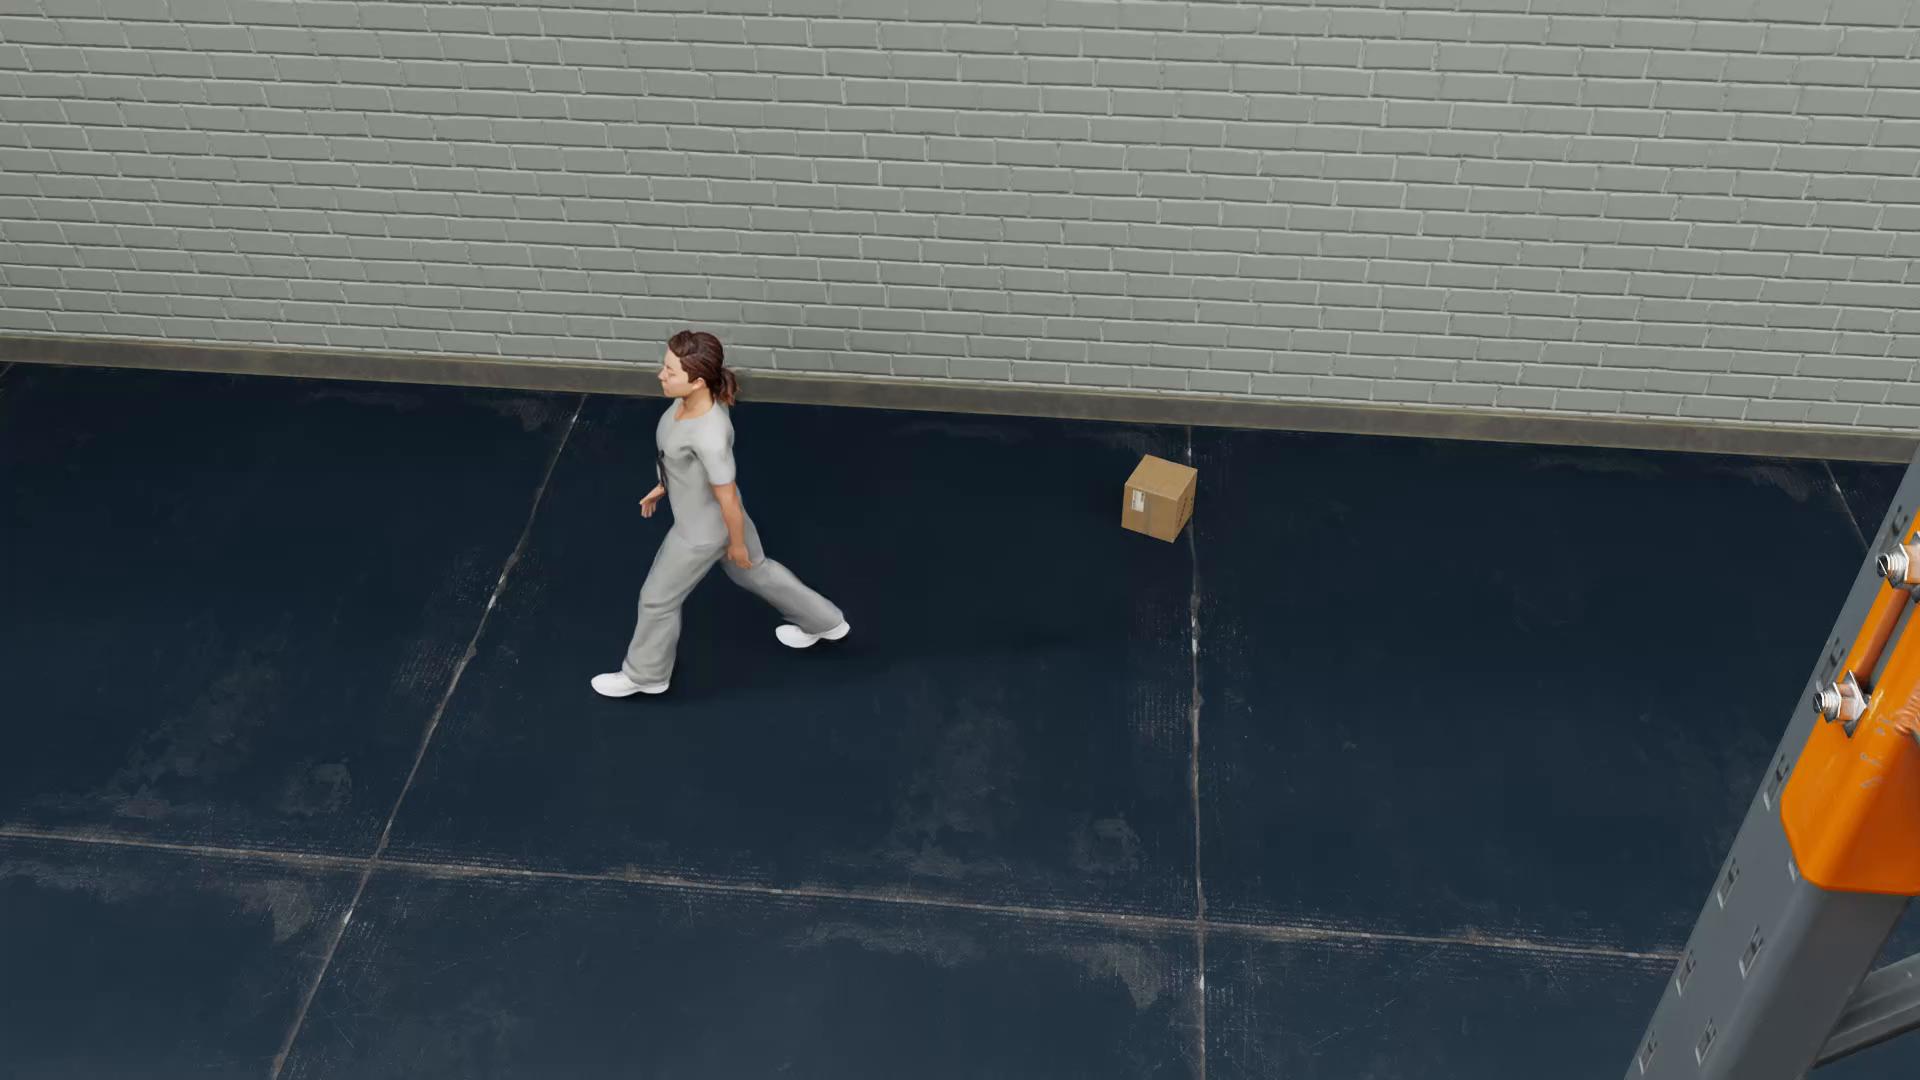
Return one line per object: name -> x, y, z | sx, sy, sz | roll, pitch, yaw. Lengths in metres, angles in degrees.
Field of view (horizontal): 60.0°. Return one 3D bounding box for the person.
person -> -0.962, -0.093, 6.269 | 1.046, 1.618, 0.444 | -5, 40, -6
